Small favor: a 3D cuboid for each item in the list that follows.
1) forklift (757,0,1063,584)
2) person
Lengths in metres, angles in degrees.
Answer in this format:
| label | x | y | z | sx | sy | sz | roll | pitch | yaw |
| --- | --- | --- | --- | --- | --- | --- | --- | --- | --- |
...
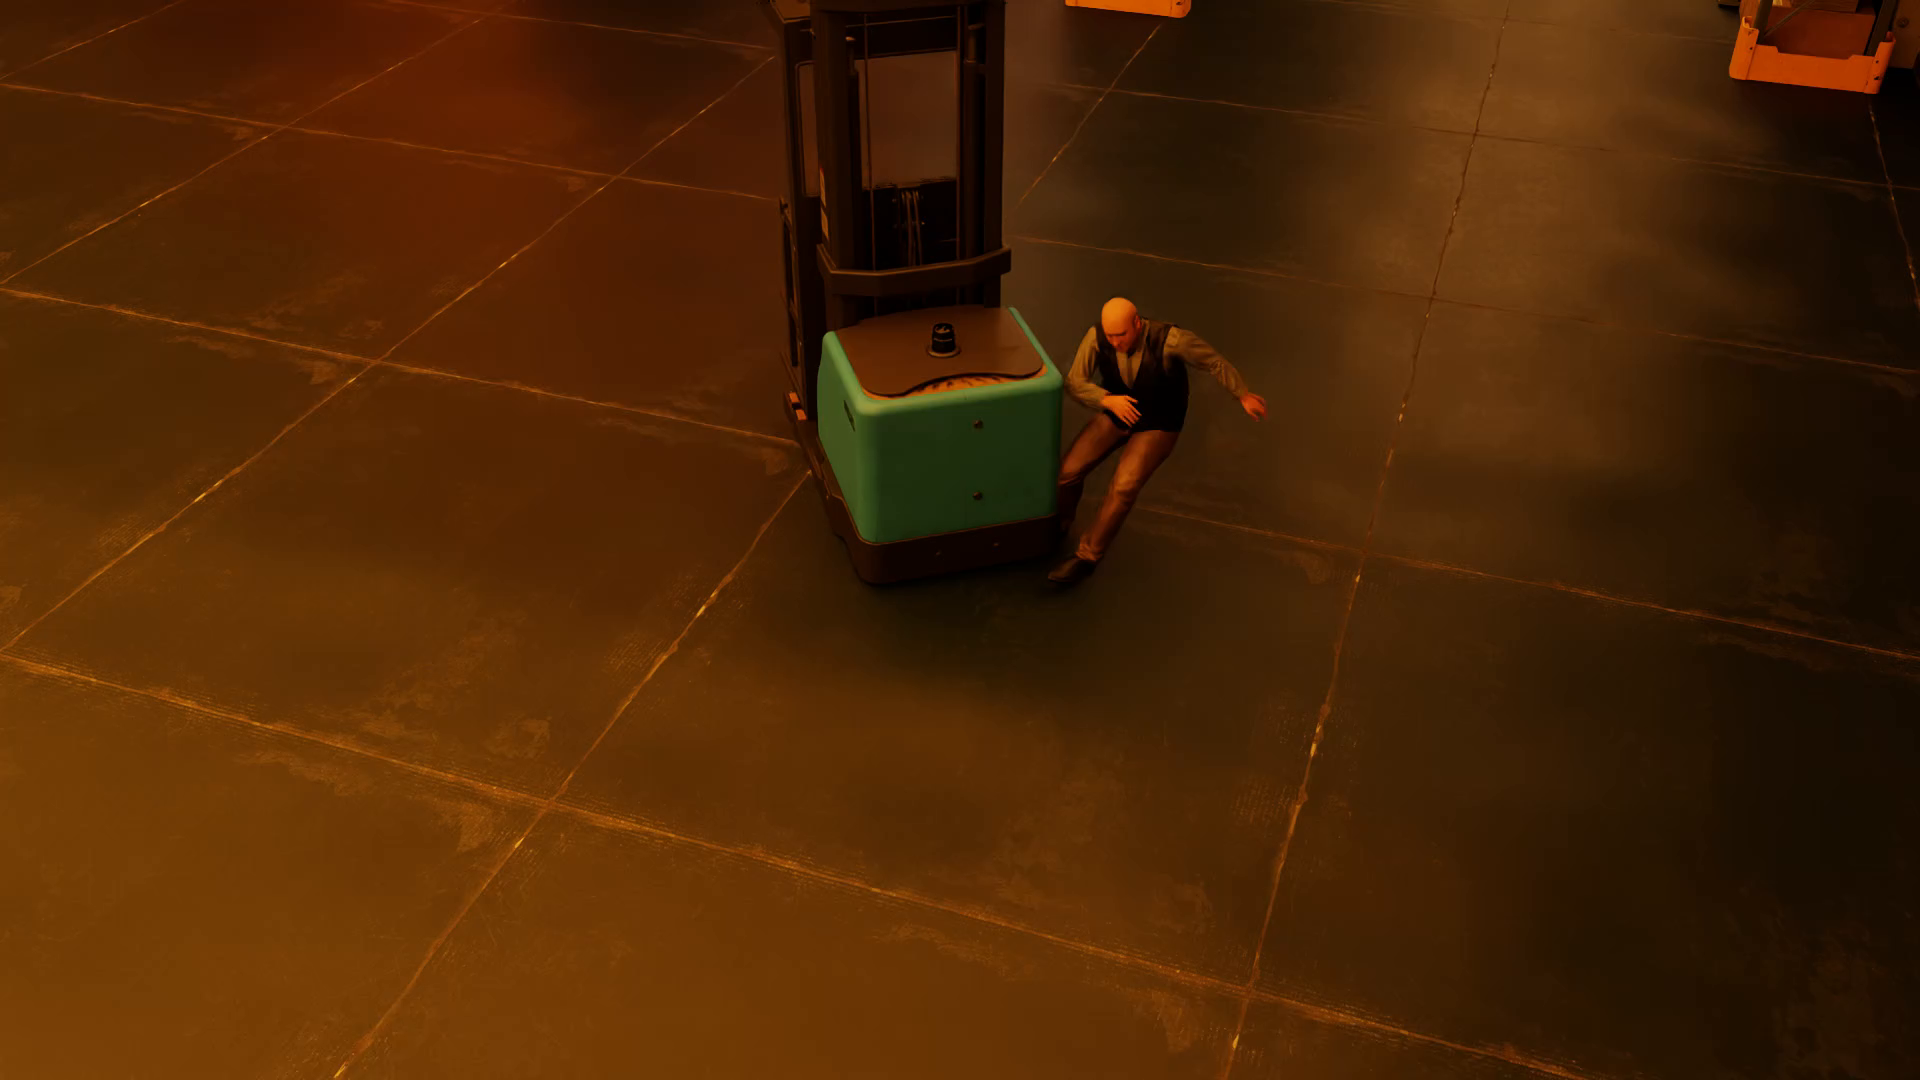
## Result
| label | x | y | z | sx | sy | sz | roll | pitch | yaw |
| --- | --- | --- | --- | --- | --- | --- | --- | --- | --- |
| forklift | -0.390 | -1.830 | 8.693 | 1.130 | 2.935 | 3.031 | -10 | 36 | -13 |
| person | 0.866 | -0.474 | 8.121 | 1.047 | 1.458 | 0.934 | 15 | 38 | 21 |
